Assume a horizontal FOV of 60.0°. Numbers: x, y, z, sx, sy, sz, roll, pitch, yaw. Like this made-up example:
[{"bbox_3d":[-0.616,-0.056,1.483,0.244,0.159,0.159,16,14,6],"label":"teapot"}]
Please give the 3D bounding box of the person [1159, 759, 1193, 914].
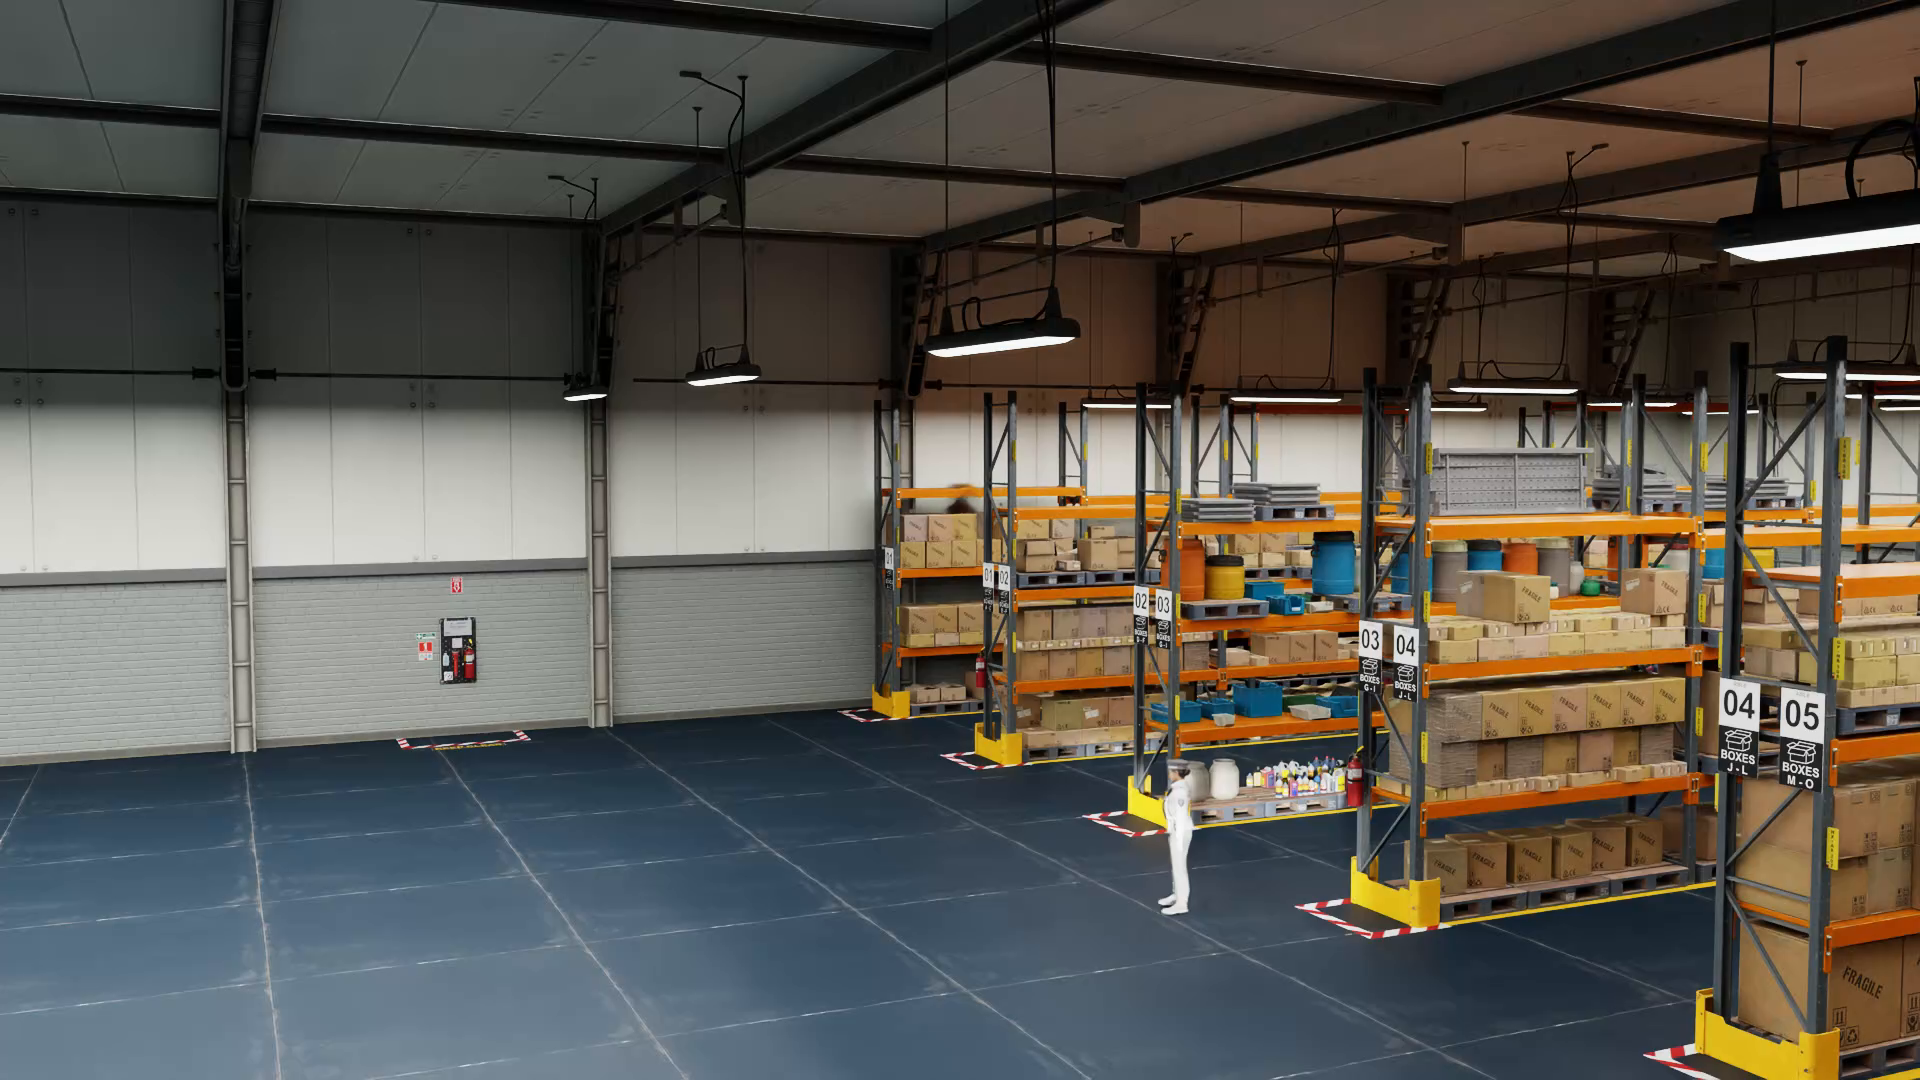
[{"bbox_3d":[2.395,3.255,18.414,0.372,1.670,0.551,0,3,5],"label":"person"}]
